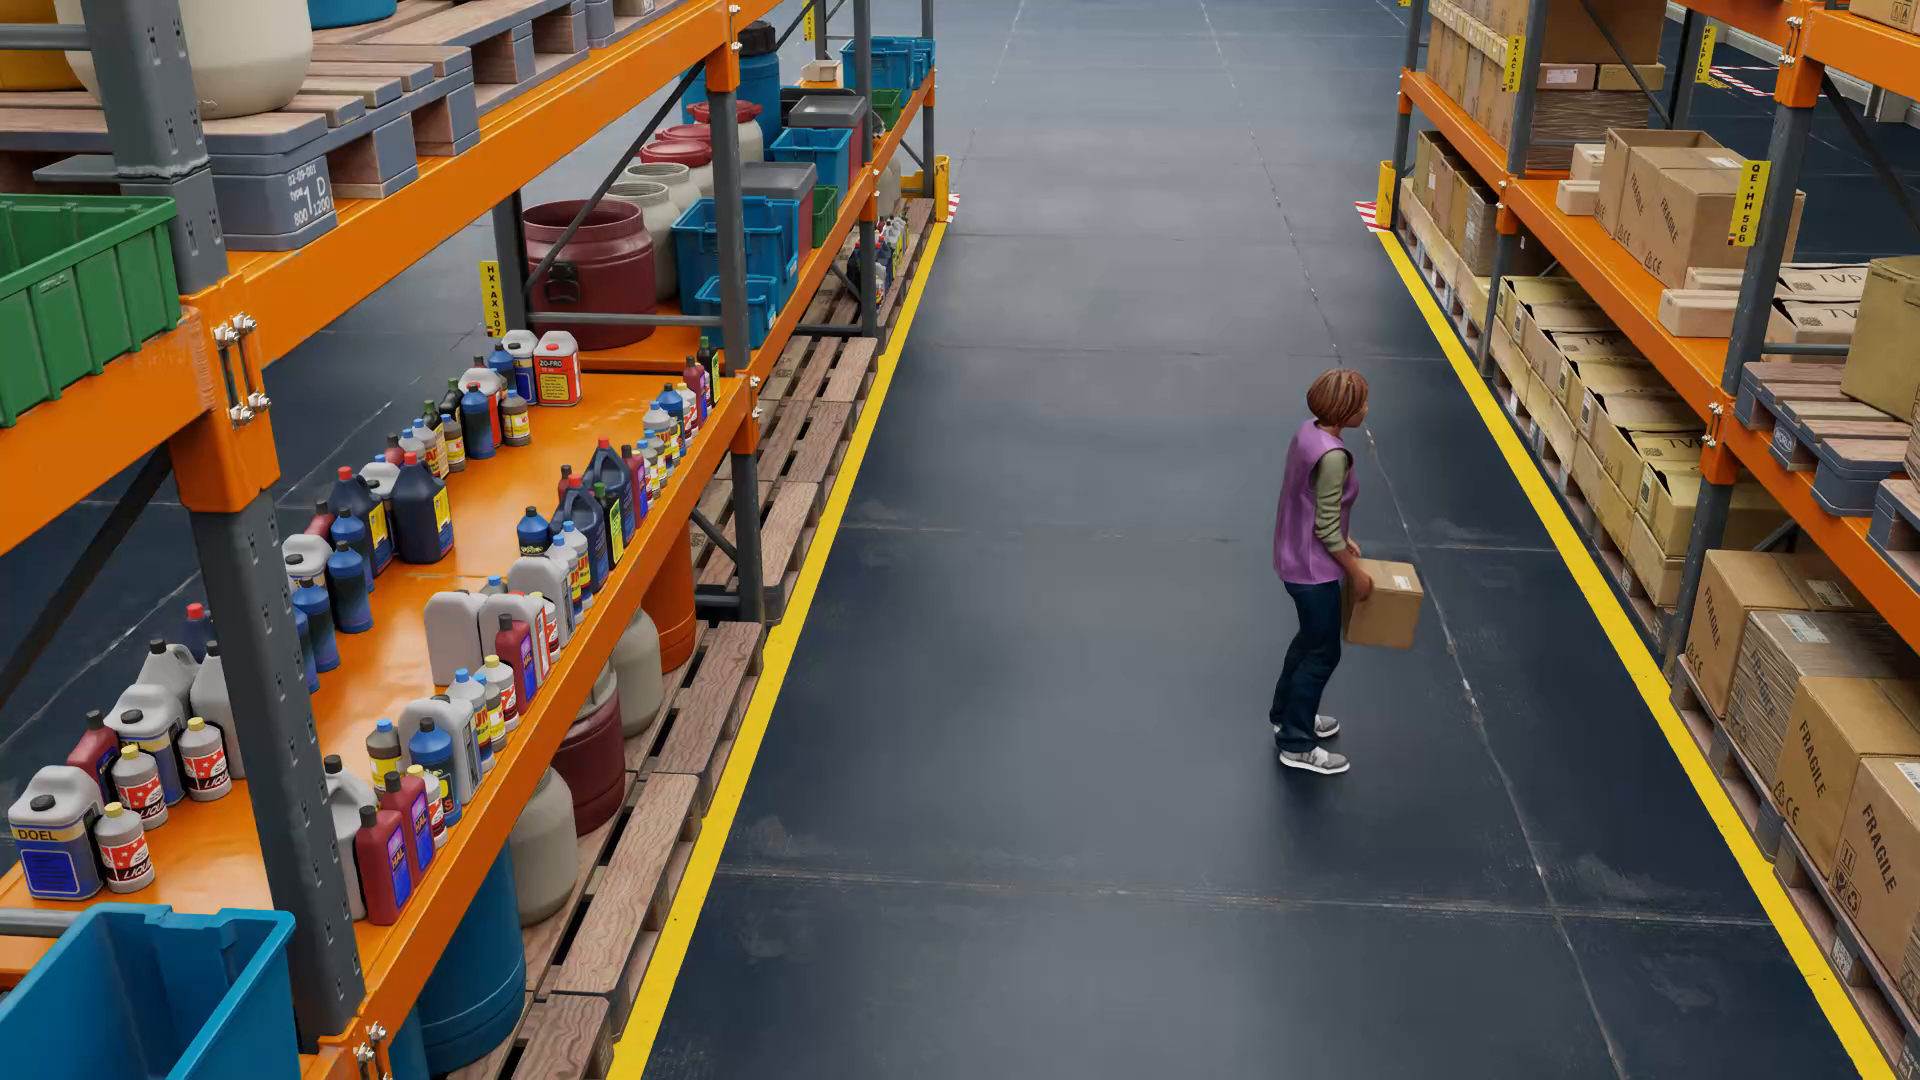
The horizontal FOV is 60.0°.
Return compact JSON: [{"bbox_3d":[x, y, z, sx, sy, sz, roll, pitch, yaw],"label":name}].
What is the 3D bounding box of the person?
[{"bbox_3d":[1.386,0.106,6.381,0.359,1.601,0.446,1,25,3],"label":"person"}]
